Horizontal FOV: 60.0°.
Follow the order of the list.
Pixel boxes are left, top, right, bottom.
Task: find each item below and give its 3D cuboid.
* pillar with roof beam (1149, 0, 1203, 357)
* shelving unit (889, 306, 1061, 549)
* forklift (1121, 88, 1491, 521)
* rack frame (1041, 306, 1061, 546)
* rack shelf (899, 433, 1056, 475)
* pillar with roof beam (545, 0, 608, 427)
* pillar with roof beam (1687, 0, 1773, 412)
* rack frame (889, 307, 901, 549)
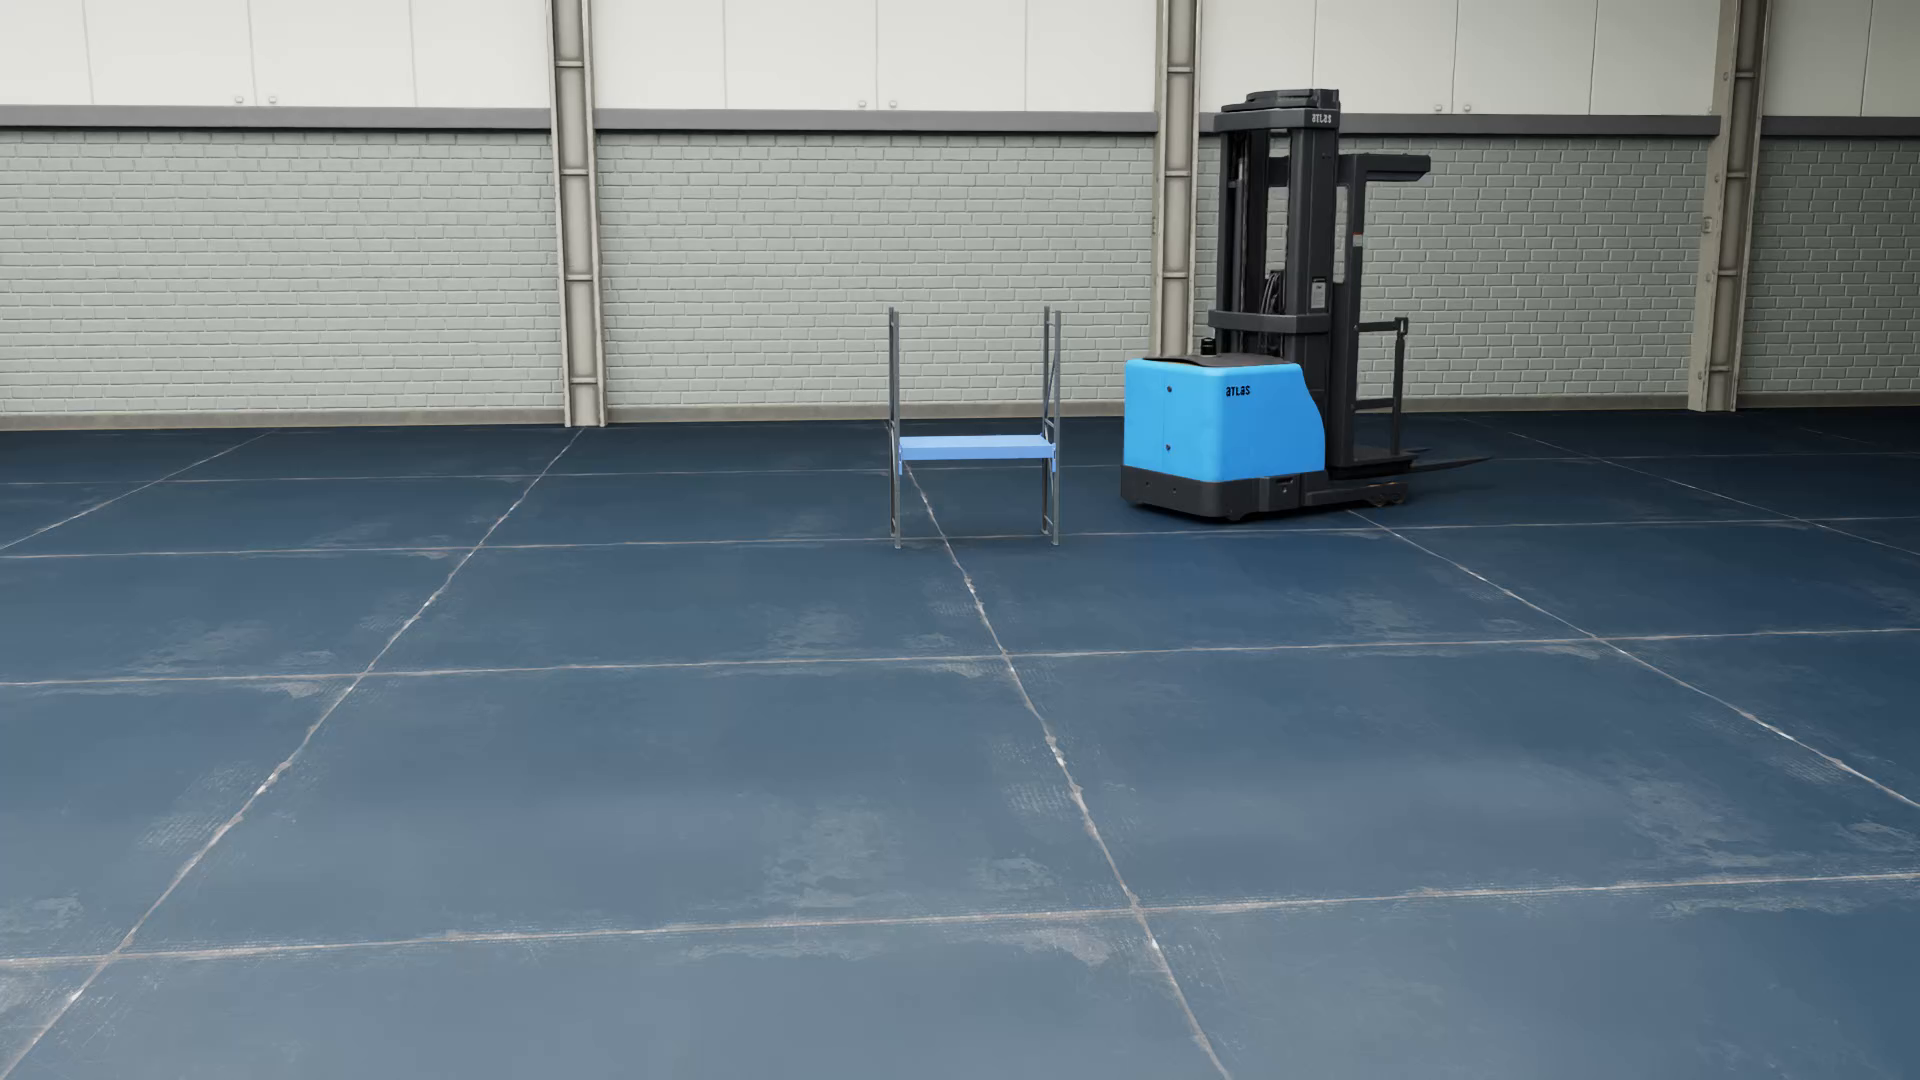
[{"bbox_3d":[2.659,-4.881,12.367,0.400,9.000,9.100,-1,11,-6],"label":"pillar with roof beam"},{"bbox_3d":[0.085,-0.738,10.732,1.048,1.500,0.538,-1,11,-6],"label":"shelving unit"},{"bbox_3d":[2.687,-1.757,12.208,3.031,2.935,1.130,-7,13,-32],"label":"forklift"},{"bbox_3d":[0.590,-0.748,10.786,0.032,1.500,0.500,-1,11,-6],"label":"rack frame"},{"bbox_3d":[0.085,-0.561,10.767,1.000,0.185,0.538,-1,11,-6],"label":"rack shelf"},{"bbox_3d":[-3.306,-4.756,11.731,0.400,9.000,9.100,-1,11,-6],"label":"pillar with roof beam"},{"bbox_3d":[8.624,-5.006,13.003,0.400,9.000,9.100,-1,11,-6],"label":"pillar with roof beam"},{"bbox_3d":[-0.421,-0.727,10.679,0.032,1.500,0.500,-1,11,-6],"label":"rack frame"}]
